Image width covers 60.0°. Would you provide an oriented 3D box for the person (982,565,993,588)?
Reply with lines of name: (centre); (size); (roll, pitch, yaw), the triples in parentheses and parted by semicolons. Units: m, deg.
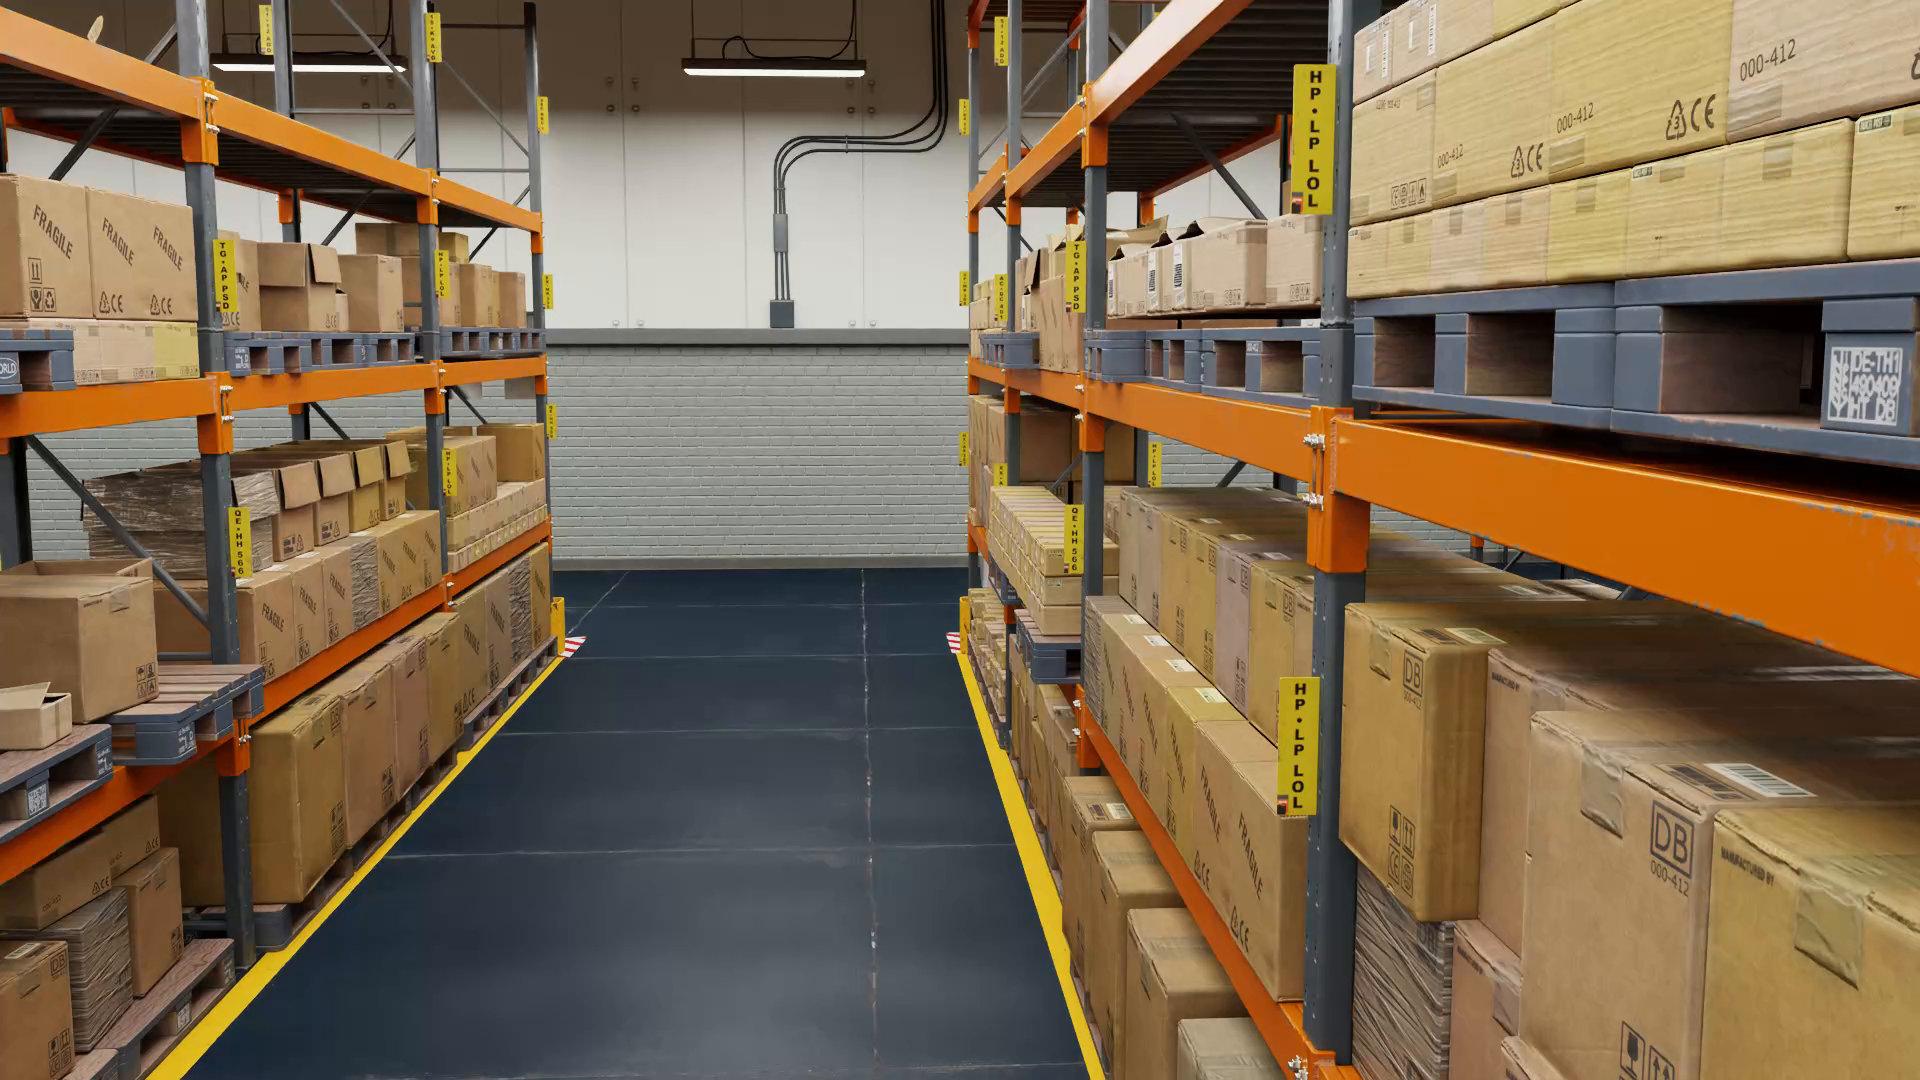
person: (0.459, 0.469, 17.564); (0.478, 0.805, 0.804); (0, 7, -4)
